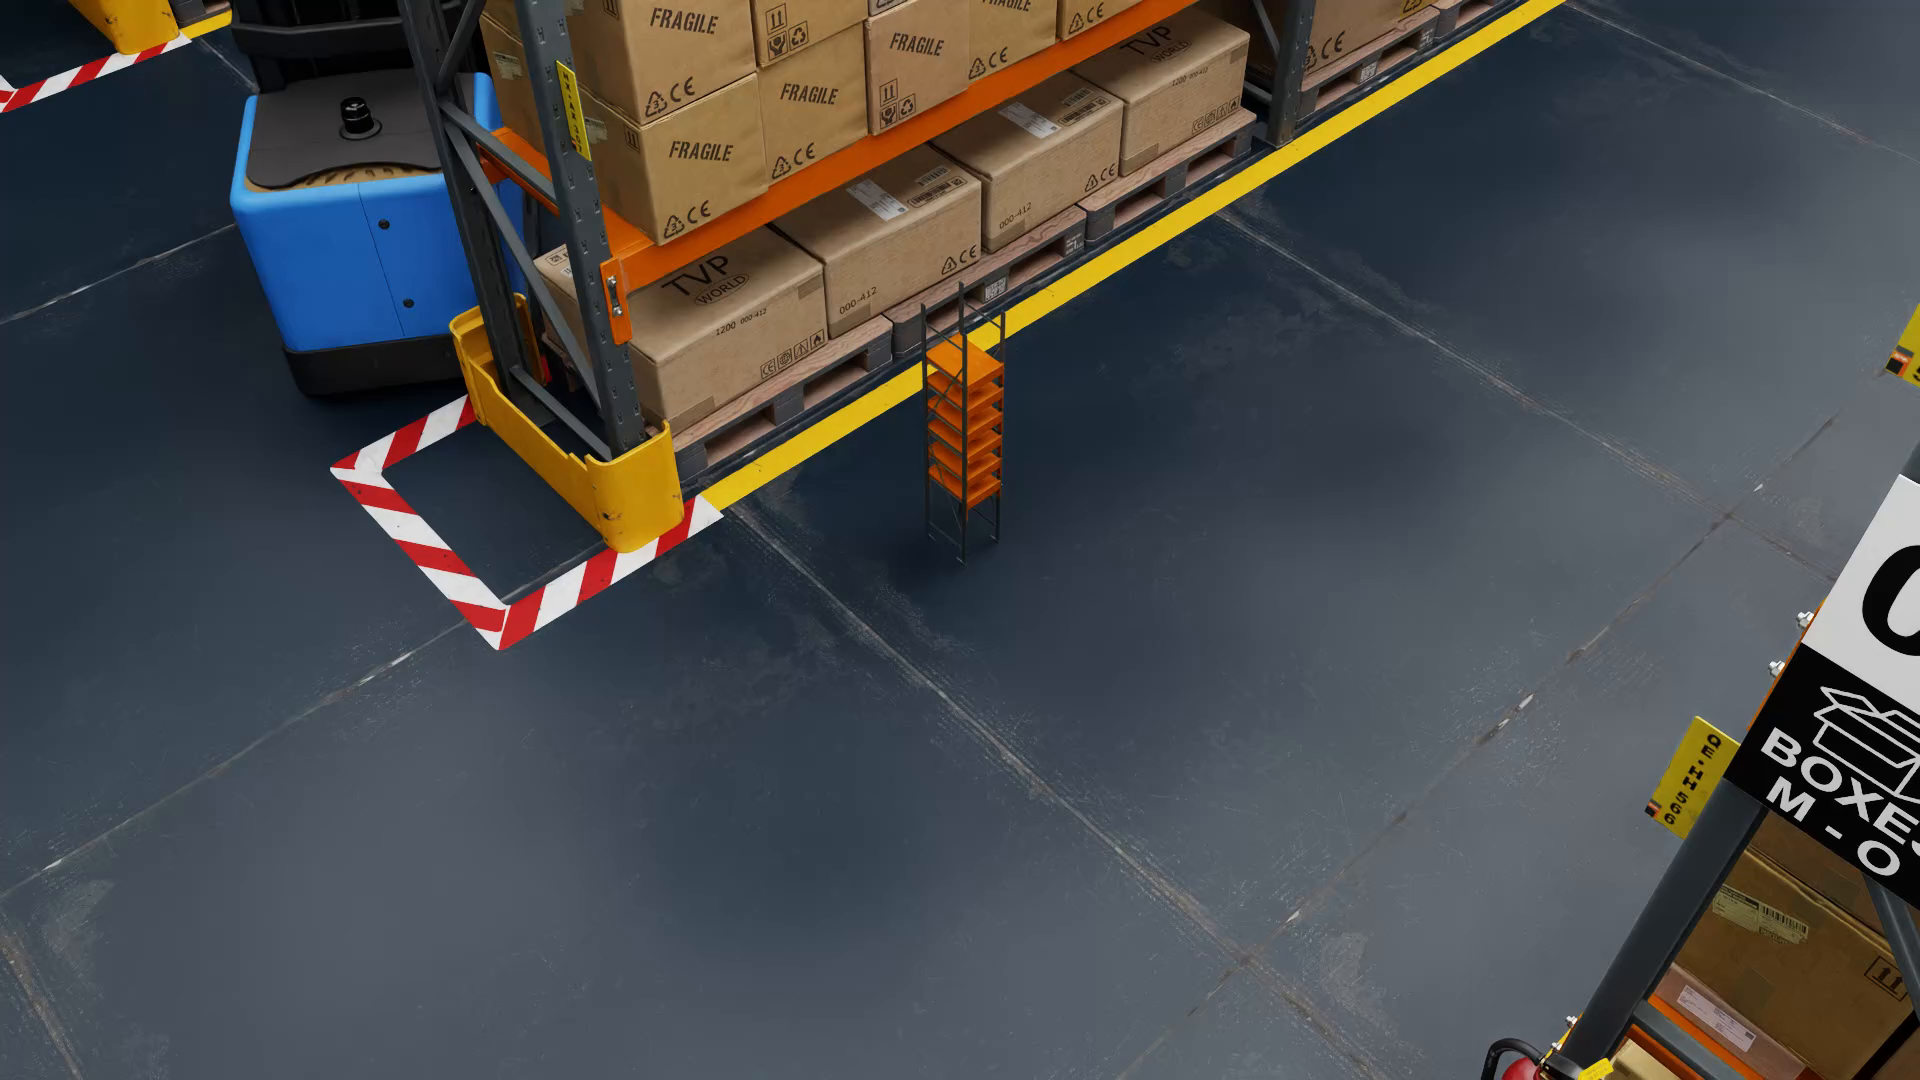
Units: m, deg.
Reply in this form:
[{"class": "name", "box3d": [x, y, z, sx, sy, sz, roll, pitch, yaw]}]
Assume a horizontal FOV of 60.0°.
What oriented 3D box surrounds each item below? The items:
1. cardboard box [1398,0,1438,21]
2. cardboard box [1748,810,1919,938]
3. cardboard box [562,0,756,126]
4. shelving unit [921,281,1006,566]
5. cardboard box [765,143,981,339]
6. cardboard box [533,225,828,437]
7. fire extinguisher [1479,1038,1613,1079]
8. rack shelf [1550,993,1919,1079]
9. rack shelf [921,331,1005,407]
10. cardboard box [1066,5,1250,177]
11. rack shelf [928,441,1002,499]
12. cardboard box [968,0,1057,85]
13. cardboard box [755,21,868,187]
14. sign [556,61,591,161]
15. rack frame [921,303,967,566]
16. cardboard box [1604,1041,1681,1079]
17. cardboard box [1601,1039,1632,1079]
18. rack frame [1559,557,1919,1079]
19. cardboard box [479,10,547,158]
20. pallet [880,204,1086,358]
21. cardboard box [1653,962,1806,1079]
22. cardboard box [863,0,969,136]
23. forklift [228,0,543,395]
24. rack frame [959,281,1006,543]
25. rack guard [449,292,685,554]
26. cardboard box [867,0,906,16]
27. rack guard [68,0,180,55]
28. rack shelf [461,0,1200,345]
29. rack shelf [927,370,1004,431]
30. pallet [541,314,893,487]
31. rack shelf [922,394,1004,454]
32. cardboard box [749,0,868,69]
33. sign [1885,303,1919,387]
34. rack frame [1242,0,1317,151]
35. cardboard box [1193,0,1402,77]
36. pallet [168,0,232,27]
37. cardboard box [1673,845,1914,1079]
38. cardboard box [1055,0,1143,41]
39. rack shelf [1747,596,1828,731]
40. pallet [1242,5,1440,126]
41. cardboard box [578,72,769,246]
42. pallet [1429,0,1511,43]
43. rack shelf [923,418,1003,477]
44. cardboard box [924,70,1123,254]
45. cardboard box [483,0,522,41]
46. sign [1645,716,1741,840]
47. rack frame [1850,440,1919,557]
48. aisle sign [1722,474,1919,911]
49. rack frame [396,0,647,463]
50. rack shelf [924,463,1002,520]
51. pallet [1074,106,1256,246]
[{"class": "cardboard box", "box3d": [2.420, -3.557, 9.151, 0.875, 0.875, 0.875, -32, 55, -26]}, {"class": "cardboard box", "box3d": [1.969, 0.449, 3.344, 0.500, 0.500, 0.500, -35, 56, -28]}, {"class": "cardboard box", "box3d": [-1.060, -1.812, 5.633, 0.500, 0.500, 0.500, -35, 56, -28]}, {"class": "shelving unit", "box3d": [0.011, -0.414, 6.316, 0.189, 1.200, 0.258, -34, 56, -27]}, {"class": "cardboard box", "box3d": [-0.515, -1.468, 7.521, 0.875, 0.438, 0.875, -32, 55, -26]}, {"class": "cardboard box", "box3d": [-1.186, -1.011, 7.100, 0.875, 0.438, 0.875, -36, 57, -28]}, {"class": "fire extinguisher", "box3d": [1.301, 1.311, 3.806, 0.183, 0.674, 0.296, -34, 56, -27]}, {"class": "rack shelf", "box3d": [3.277, 0.540, 4.700, 4.000, 0.370, 1.077, -34, 56, -27]}, {"class": "rack shelf", "box3d": [0.011, -0.628, 6.084, 0.180, 0.103, 0.258, -34, 56, -27]}, {"class": "cardboard box", "box3d": [0.816, -2.356, 8.341, 0.875, 0.438, 0.875, -35, 56, -28]}, {"class": "rack shelf", "box3d": [0.011, -0.303, 6.436, 0.180, 0.103, 0.258, -34, 56, -27]}, {"class": "cardboard box", "box3d": [0.044, -2.236, 6.704, 0.500, 0.500, 0.500, -32, 55, -26]}, {"class": "cardboard box", "box3d": [-0.703, -1.737, 6.244, 0.500, 0.500, 0.500, -35, 56, -28]}, {"class": "sign", "box3d": [-1.238, -1.373, 5.333, 0.005, 0.325, 0.100, -34, 56, -27]}, {"class": "rack frame", "box3d": [-0.057, -0.369, 6.274, 0.006, 1.200, 0.240, -34, 56, -27]}, {"class": "cardboard box", "box3d": [2.019, 1.508, 4.567, 0.250, 0.149, 0.380, -33, 55, -27]}, {"class": "cardboard box", "box3d": [1.996, 1.592, 4.692, 0.250, 0.149, 0.380, -35, 56, -28]}, {"class": "rack frame", "box3d": [1.798, 1.285, 3.524, 0.127, 3.000, 1.000, -34, 56, -27]}, {"class": "cardboard box", "box3d": [-1.428, -1.773, 6.277, 0.500, 0.500, 0.500, -33, 56, -27]}, {"class": "pallet", "box3d": [-0.166, -1.449, 7.944, 1.213, 0.211, 1.003, -34, 56, -27]}, {"class": "cardboard box", "box3d": [1.849, 1.055, 3.906, 0.250, 0.149, 0.380, -34, 56, -27]}, {"class": "cardboard box", "box3d": [-0.315, -1.979, 6.467, 0.500, 0.500, 0.500, -34, 56, -27]}, {"class": "forklift", "box3d": [-2.664, -2.727, 7.272, 1.130, 2.935, 3.031, -8, 48, -8]}, {"class": "rack frame", "box3d": [0.078, -0.459, 6.357, 0.006, 1.200, 0.240, -34, 56, -27]}, {"class": "rack guard", "box3d": [-1.625, -0.497, 6.869, 0.348, 0.500, 1.175, -34, 56, -27]}, {"class": "cardboard box", "box3d": [-0.307, -2.330, 6.111, 0.500, 0.500, 0.500, -34, 56, -27]}, {"class": "rack guard", "box3d": [-4.893, -3.244, 9.403, 0.348, 0.500, 1.175, -34, 56, -27]}, {"class": "rack shelf", "box3d": [-0.127, -2.102, 7.138, 4.000, 0.370, 1.077, -34, 56, -27]}, {"class": "rack shelf", "box3d": [0.011, -0.547, 6.172, 0.180, 0.103, 0.258, -34, 56, -27]}, {"class": "pallet", "box3d": [-1.068, -0.849, 7.390, 1.213, 0.211, 1.003, -34, 56, -27]}, {"class": "rack shelf", "box3d": [0.011, -0.465, 6.260, 0.180, 0.103, 0.258, -34, 56, -27]}, {"class": "cardboard box", "box3d": [-0.683, -2.072, 5.872, 0.500, 0.500, 0.500, -35, 56, -28]}, {"class": "sign", "box3d": [1.439, -0.344, 2.383, 0.005, 0.325, 0.100, -34, 56, -27]}, {"class": "rack frame", "box3d": [1.352, -3.335, 7.786, 0.127, 3.000, 1.000, -34, 56, -27]}, {"class": "cardboard box", "box3d": [1.757, -3.107, 8.735, 0.875, 0.875, 0.875, -32, 55, -26]}, {"class": "pallet", "box3d": [-4.304, -3.541, 9.874, 1.213, 0.211, 1.003, -34, 56, -27]}, {"class": "cardboard box", "box3d": [1.957, 0.788, 3.712, 0.500, 0.500, 0.500, -33, 55, -26]}, {"class": "cardboard box", "box3d": [0.442, -2.486, 6.935, 0.500, 0.500, 0.500, -35, 56, -28]}, {"class": "rack shelf", "box3d": [3.277, -0.477, 3.598, 4.000, 0.370, 1.077, -34, 56, -27]}, {"class": "pallet", "box3d": [1.873, -2.811, 9.200, 1.213, 0.211, 1.003, -34, 56, -27]}, {"class": "cardboard box", "box3d": [-1.059, -1.472, 5.999, 0.500, 0.500, 0.500, -34, 56, -27]}, {"class": "pallet", "box3d": [2.776, -3.418, 9.760, 1.213, 0.211, 1.003, -34, 56, -27]}, {"class": "rack shelf", "box3d": [0.011, -0.384, 6.348, 0.180, 0.103, 0.258, -34, 56, -27]}, {"class": "cardboard box", "box3d": [0.154, -1.913, 7.932, 0.875, 0.438, 0.875, -35, 56, -28]}, {"class": "cardboard box", "box3d": [-1.411, -2.098, 5.896, 0.500, 0.500, 0.500, -32, 55, -26]}, {"class": "sign", "box3d": [1.439, 0.473, 3.269, 0.005, 0.325, 0.100, -34, 56, -27]}, {"class": "rack frame", "box3d": [1.798, -0.750, 1.319, 0.127, 3.000, 1.000, -34, 56, -27]}, {"class": "aisle sign", "box3d": [1.542, 0.276, 2.685, 0.004, 0.787, 0.394, -34, 56, -27]}, {"class": "rack frame", "box3d": [-1.607, -1.357, 5.961, 0.127, 3.000, 1.000, -34, 56, -27]}, {"class": "rack shelf", "box3d": [0.011, -0.221, 6.525, 0.180, 0.103, 0.258, -34, 56, -27]}, {"class": "pallet", "box3d": [0.737, -2.056, 8.503, 1.213, 0.211, 1.003, -34, 56, -27]}]
